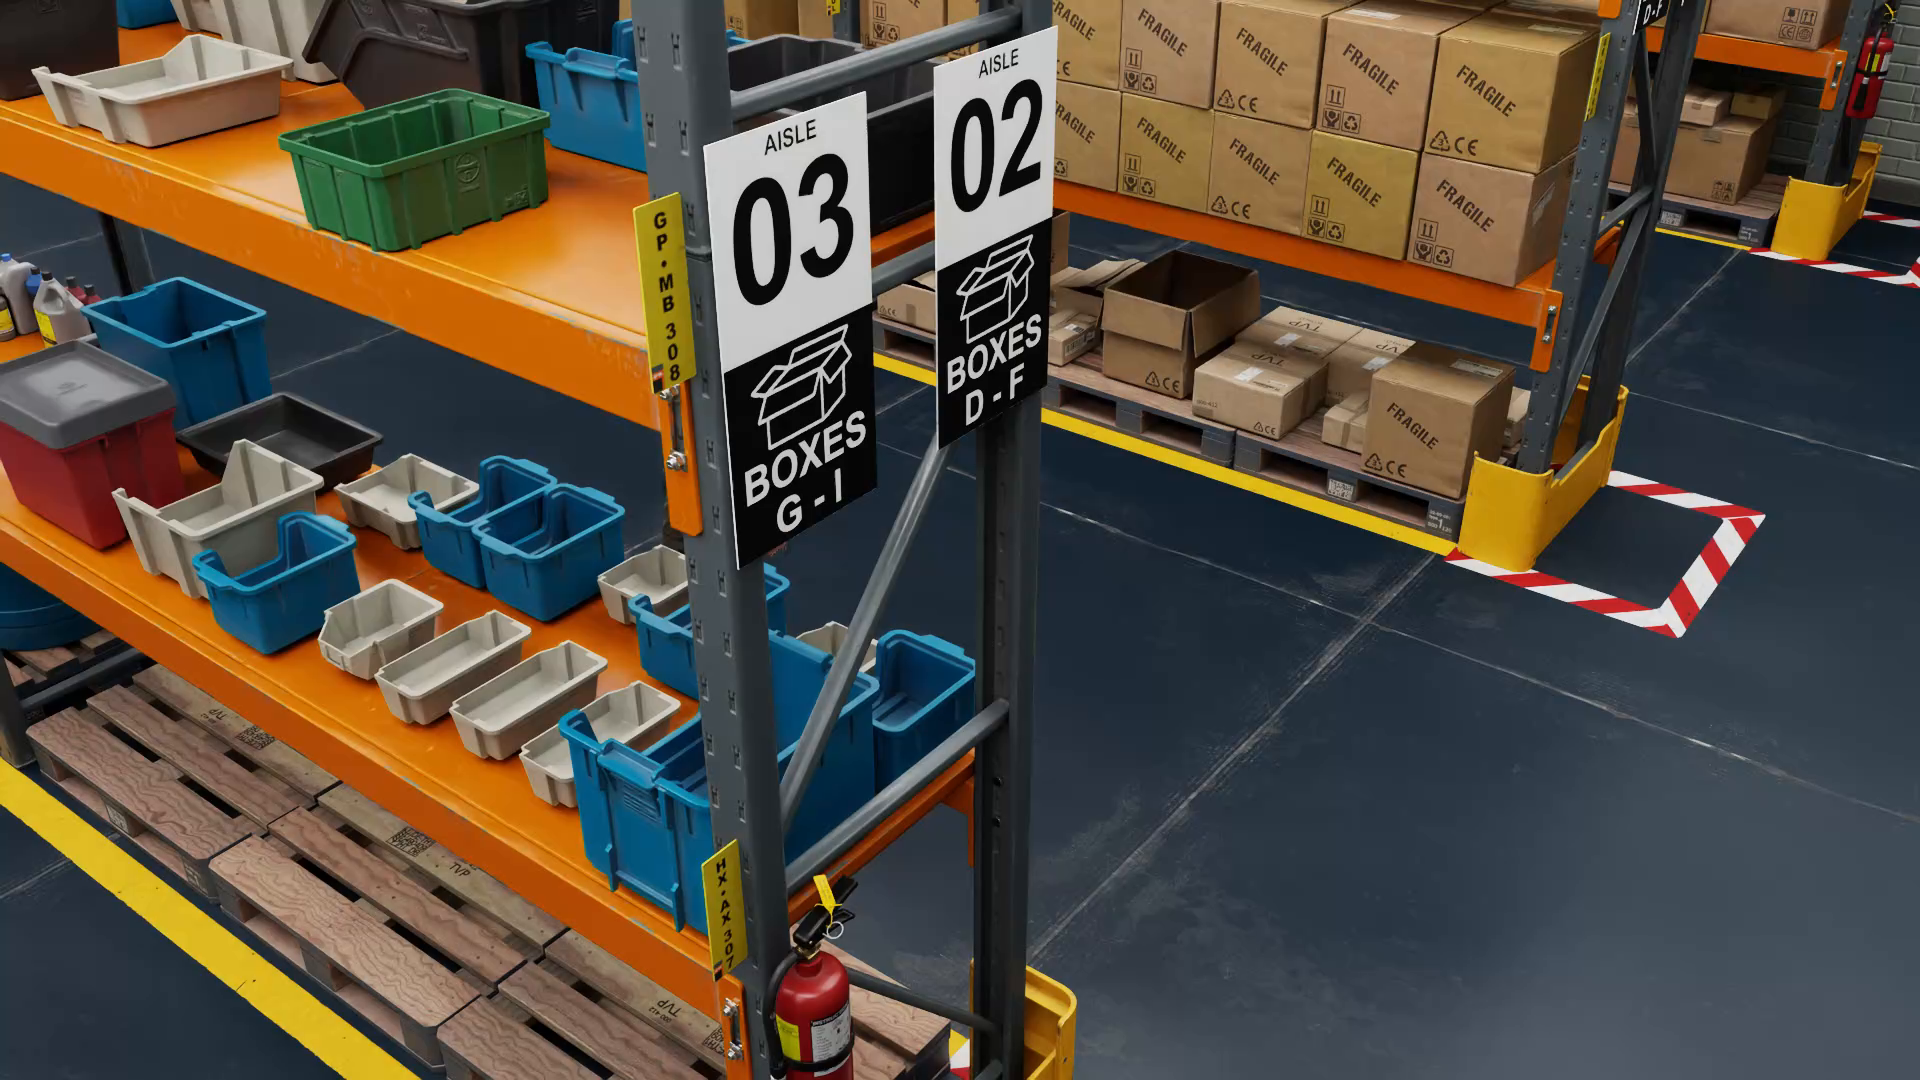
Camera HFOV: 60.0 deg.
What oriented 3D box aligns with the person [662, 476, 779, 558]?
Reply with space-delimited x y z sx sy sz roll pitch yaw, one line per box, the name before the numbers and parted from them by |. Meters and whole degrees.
person | -0.921 -0.040 6.206 0.625 1.712 0.549 22 37 32
